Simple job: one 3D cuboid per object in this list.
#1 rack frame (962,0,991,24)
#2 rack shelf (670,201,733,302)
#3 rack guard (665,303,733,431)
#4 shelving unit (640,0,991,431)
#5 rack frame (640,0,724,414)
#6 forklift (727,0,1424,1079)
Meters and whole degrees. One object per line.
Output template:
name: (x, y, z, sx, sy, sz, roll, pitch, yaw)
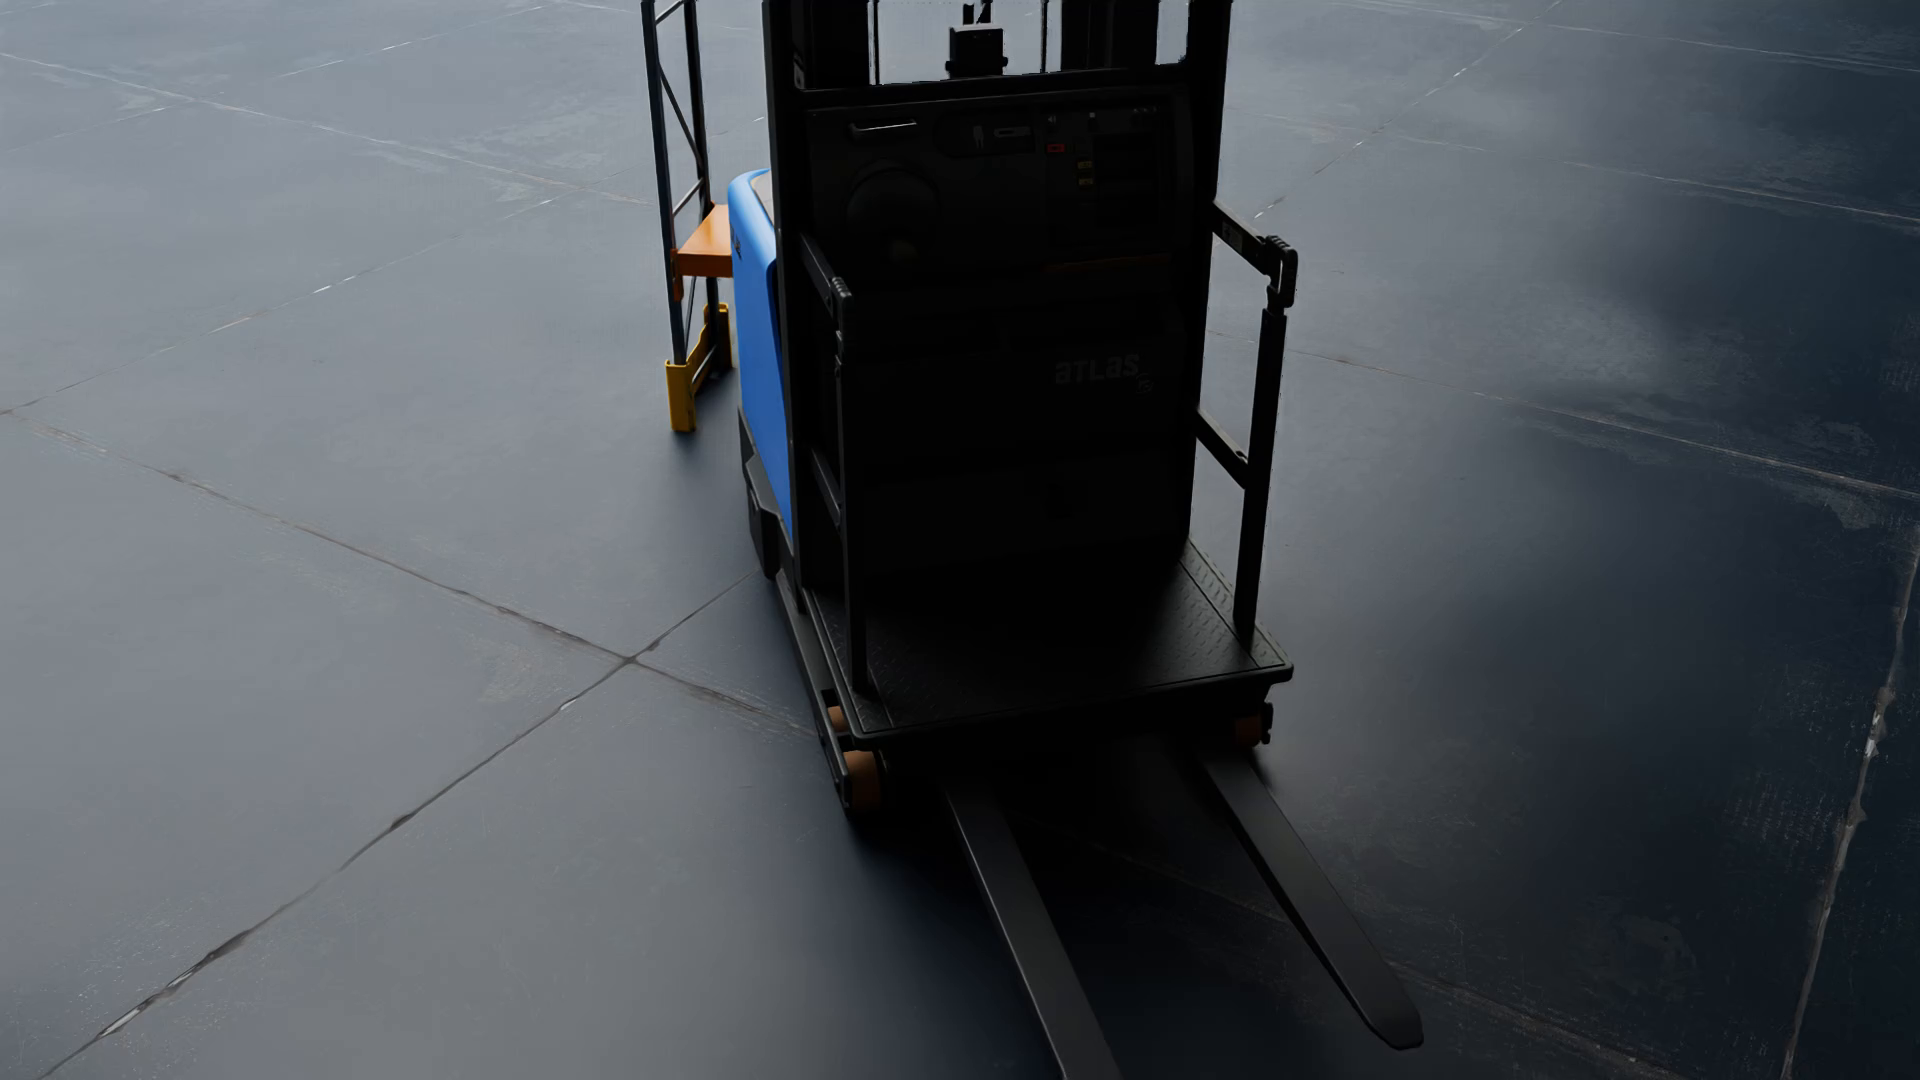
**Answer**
rack frame: (0.054, -1.114, 5.672, 0.032, 1.500, 0.500, 4, 30, 7)
rack shelf: (-0.450, -0.994, 5.822, 1.000, 0.185, 0.538, 4, 30, 7)
rack guard: (-0.953, -0.644, 6.105, 0.087, 0.250, 0.587, 4, 30, 7)
shelving unit: (-0.459, -1.150, 5.732, 1.083, 1.500, 0.587, 4, 30, 7)
rack frame: (-0.954, -1.183, 5.790, 0.032, 1.500, 0.500, 4, 30, 7)
forklift: (0.163, -0.807, 3.725, 1.130, 2.935, 3.031, -8, 31, -13)
